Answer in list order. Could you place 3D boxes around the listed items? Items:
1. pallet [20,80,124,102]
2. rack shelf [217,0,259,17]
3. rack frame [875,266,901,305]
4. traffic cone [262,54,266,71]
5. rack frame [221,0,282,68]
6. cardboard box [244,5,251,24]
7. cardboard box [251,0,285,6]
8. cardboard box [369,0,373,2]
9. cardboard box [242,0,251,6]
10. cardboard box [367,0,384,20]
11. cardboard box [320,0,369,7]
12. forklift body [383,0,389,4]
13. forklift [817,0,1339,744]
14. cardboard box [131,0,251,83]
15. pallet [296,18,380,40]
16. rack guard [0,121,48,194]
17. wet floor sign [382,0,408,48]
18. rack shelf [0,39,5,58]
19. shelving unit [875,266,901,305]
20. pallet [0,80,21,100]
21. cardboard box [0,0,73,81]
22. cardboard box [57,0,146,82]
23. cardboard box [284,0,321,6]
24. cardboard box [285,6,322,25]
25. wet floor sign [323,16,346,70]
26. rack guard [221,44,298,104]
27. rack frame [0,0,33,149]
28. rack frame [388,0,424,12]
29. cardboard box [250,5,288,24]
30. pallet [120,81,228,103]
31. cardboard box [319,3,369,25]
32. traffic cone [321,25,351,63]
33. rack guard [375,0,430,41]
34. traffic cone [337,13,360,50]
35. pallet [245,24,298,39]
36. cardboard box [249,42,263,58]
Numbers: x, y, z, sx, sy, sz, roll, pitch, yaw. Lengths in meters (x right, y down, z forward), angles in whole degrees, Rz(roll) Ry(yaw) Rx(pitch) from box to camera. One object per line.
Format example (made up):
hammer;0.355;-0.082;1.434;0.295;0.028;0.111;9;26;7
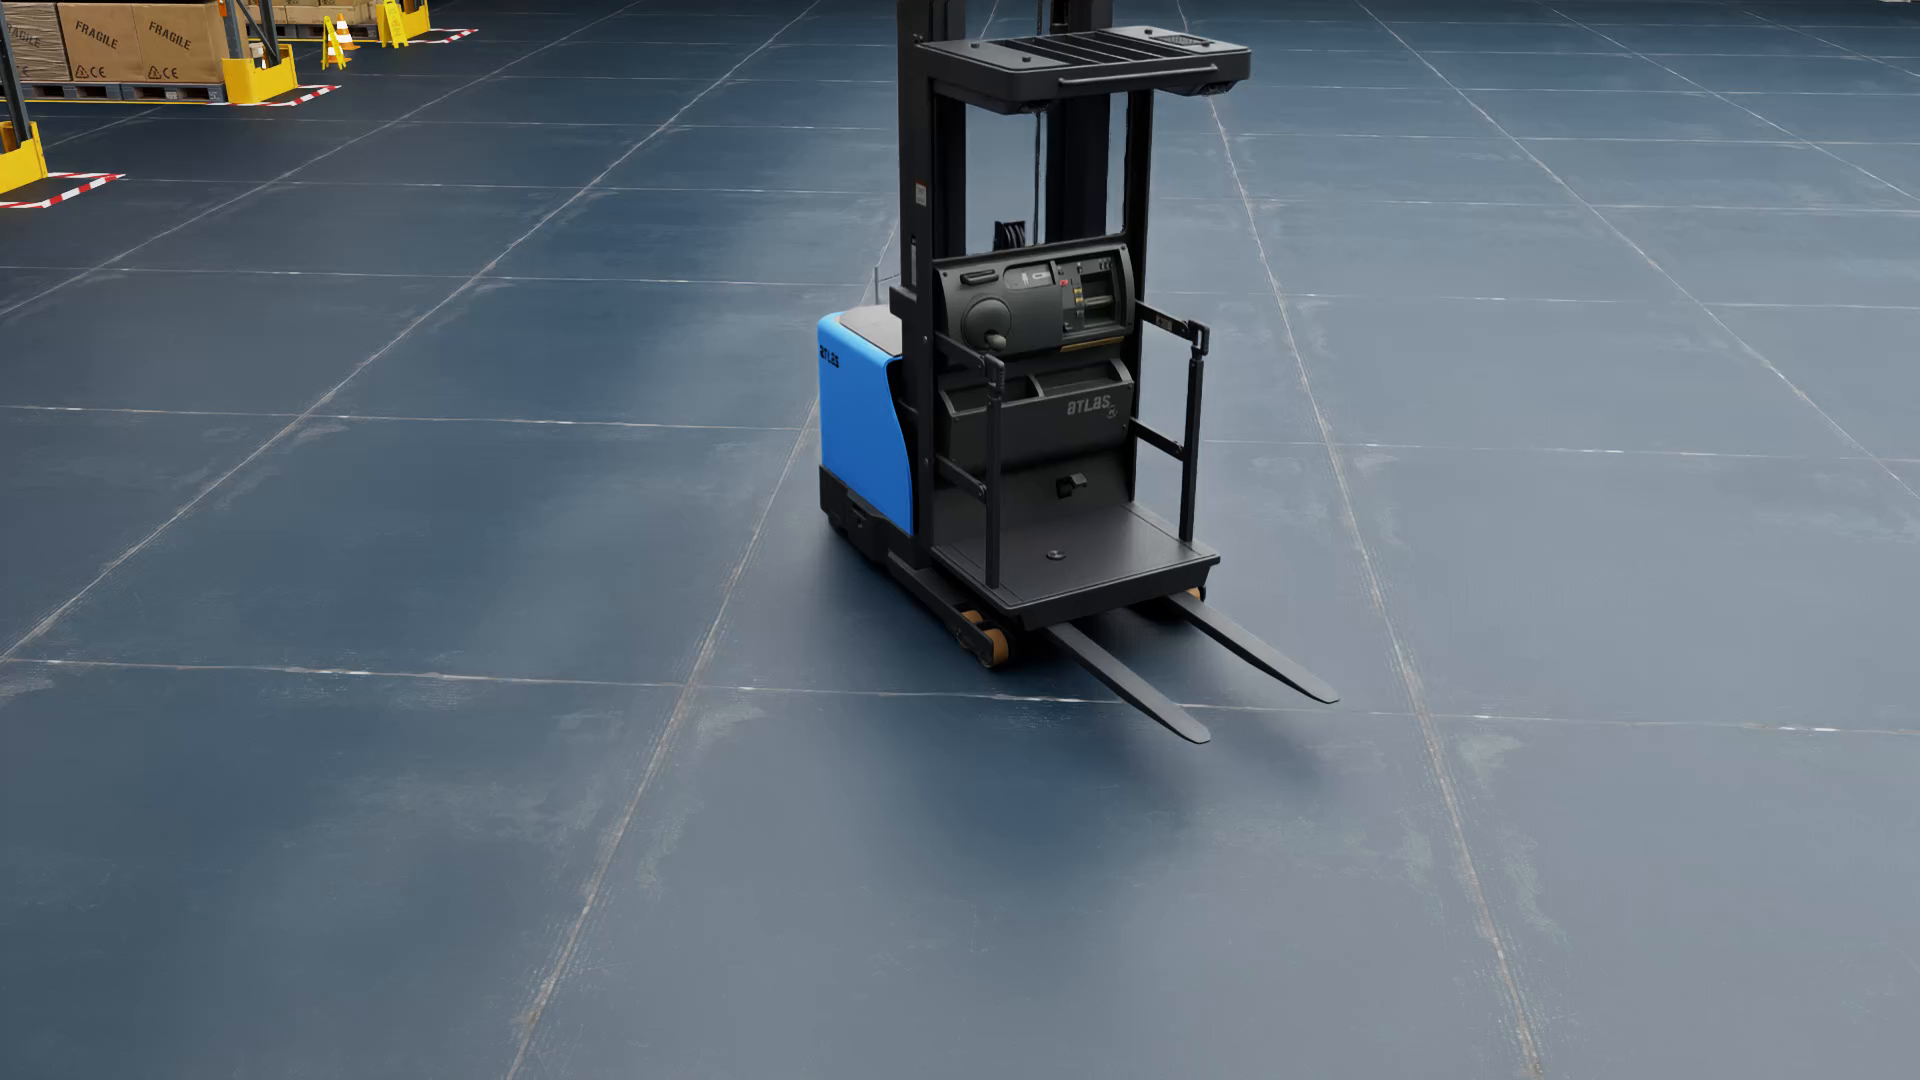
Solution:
pallet;-10.293;-5.410;19.755;1.213;0.211;1.003;2;25;4
rack shelf;-10.271;-6.381;19.389;4.000;0.370;1.077;2;25;4
rack frame;-0.353;-0.868;8.700;0.006;1.200;0.240;18;30;34
traffic cone;-8.698;-6.100;20.953;0.334;0.463;0.336;2;25;4
rack frame;-8.277;-6.644;19.100;0.127;3.000;1.000;2;25;4
cardboard box;-10.357;-7.620;24.009;0.500;0.250;0.500;2;25;3
cardboard box;-9.841;-7.944;23.815;0.500;0.500;0.500;1;25;3
cardboard box;-8.806;-8.134;24.229;0.500;0.500;0.500;1;25;2
cardboard box;-10.368;-7.959;23.849;0.500;0.500;0.500;3;25;7
cardboard box;-8.782;-7.793;24.384;0.500;0.250;0.500;2;25;4
cardboard box;-8.818;-7.909;23.740;0.500;0.500;0.500;2;25;4
forklift body;-9.653;-9.694;26.744;1.214;2.155;2.313;2;25;4
forklift;0.441;-1.005;6.927;1.130;2.935;3.031;-13;28;-26
cardboard box;-8.958;-5.863;19.444;0.875;0.875;0.875;2;25;4
pallet;-8.882;-7.486;24.267;1.213;0.211;1.003;2;25;4
rack guard;-8.833;-3.447;15.142;0.348;0.500;1.175;2;25;4
wet floor sign;-7.891;-7.188;23.100;0.232;0.644;0.267;11;27;22
rack shelf;-10.752;-4.317;14.904;4.000;0.370;1.077;2;25;4
shelving unit;-0.281;-0.844;8.649;0.189;1.200;0.258;18;30;34
pallet;-11.513;-5.448;19.837;1.213;0.211;1.003;2;25;4
cardboard box;-10.744;-5.921;19.568;0.875;0.875;0.875;2;25;4
cardboard box;-9.836;-5.891;19.503;0.875;0.875;0.875;1;25;3
cardboard box;-9.338;-7.925;23.774;0.500;0.500;0.500;3;25;6
cardboard box;-9.341;-7.585;23.933;0.500;0.250;0.500;2;25;4
wet floor sign;-8.097;-6.398;21.384;0.232;0.644;0.267;-2;25;-5
rack guard;-8.253;-5.507;19.621;0.348;0.500;1.175;2;25;4
rack frame;-8.757;-4.580;14.614;0.127;3.000;1.000;2;25;4
rack frame;-7.999;-8.710;23.591;0.127;3.000;1.000;2;25;4
cardboard box;-9.863;-7.600;23.965;0.500;0.250;0.500;1;25;2
pallet;-9.080;-5.370;19.668;1.213;0.211;1.003;2;25;4
cardboard box;-8.849;-7.566;23.892;0.500;0.250;0.500;2;25;4
traffic cone;-8.272;-6.560;21.953;0.334;0.463;0.336;2;25;4
rack guard;-8.075;-7.577;24.118;0.348;0.500;1.175;2;25;4
traffic cone;-8.526;-7.034;22.982;0.334;0.463;0.336;2;25;4
pallet;-10.095;-7.527;24.355;1.213;0.211;1.003;2;25;4
cardboard box;-9.460;-6.615;22.448;0.250;0.149;0.380;16;29;31
